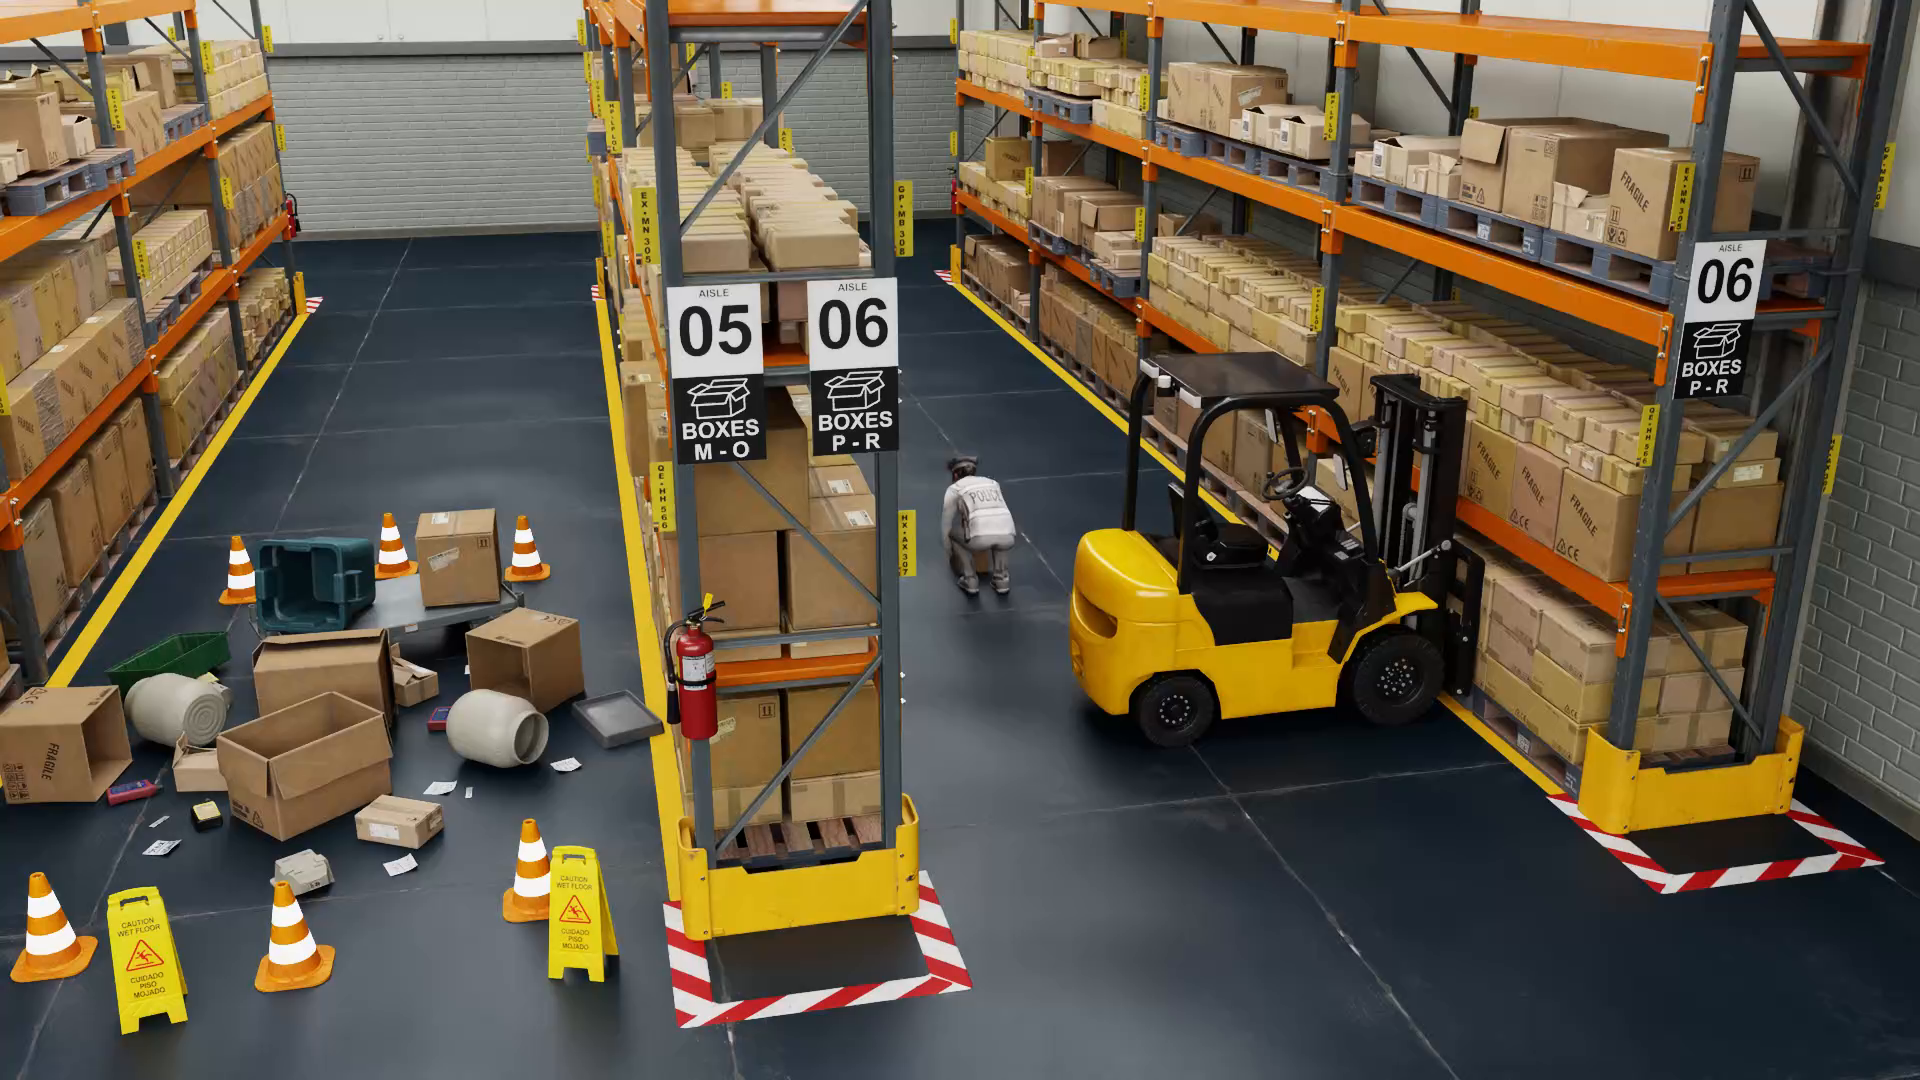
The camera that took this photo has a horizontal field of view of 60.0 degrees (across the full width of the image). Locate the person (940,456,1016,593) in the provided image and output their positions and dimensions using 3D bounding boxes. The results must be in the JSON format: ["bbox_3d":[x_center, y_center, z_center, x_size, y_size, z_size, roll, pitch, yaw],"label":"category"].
[{"bbox_3d":[0.129,-0.111,12.453,0.486,0.946,0.850,-5,20,-13],"label":"person"}]
